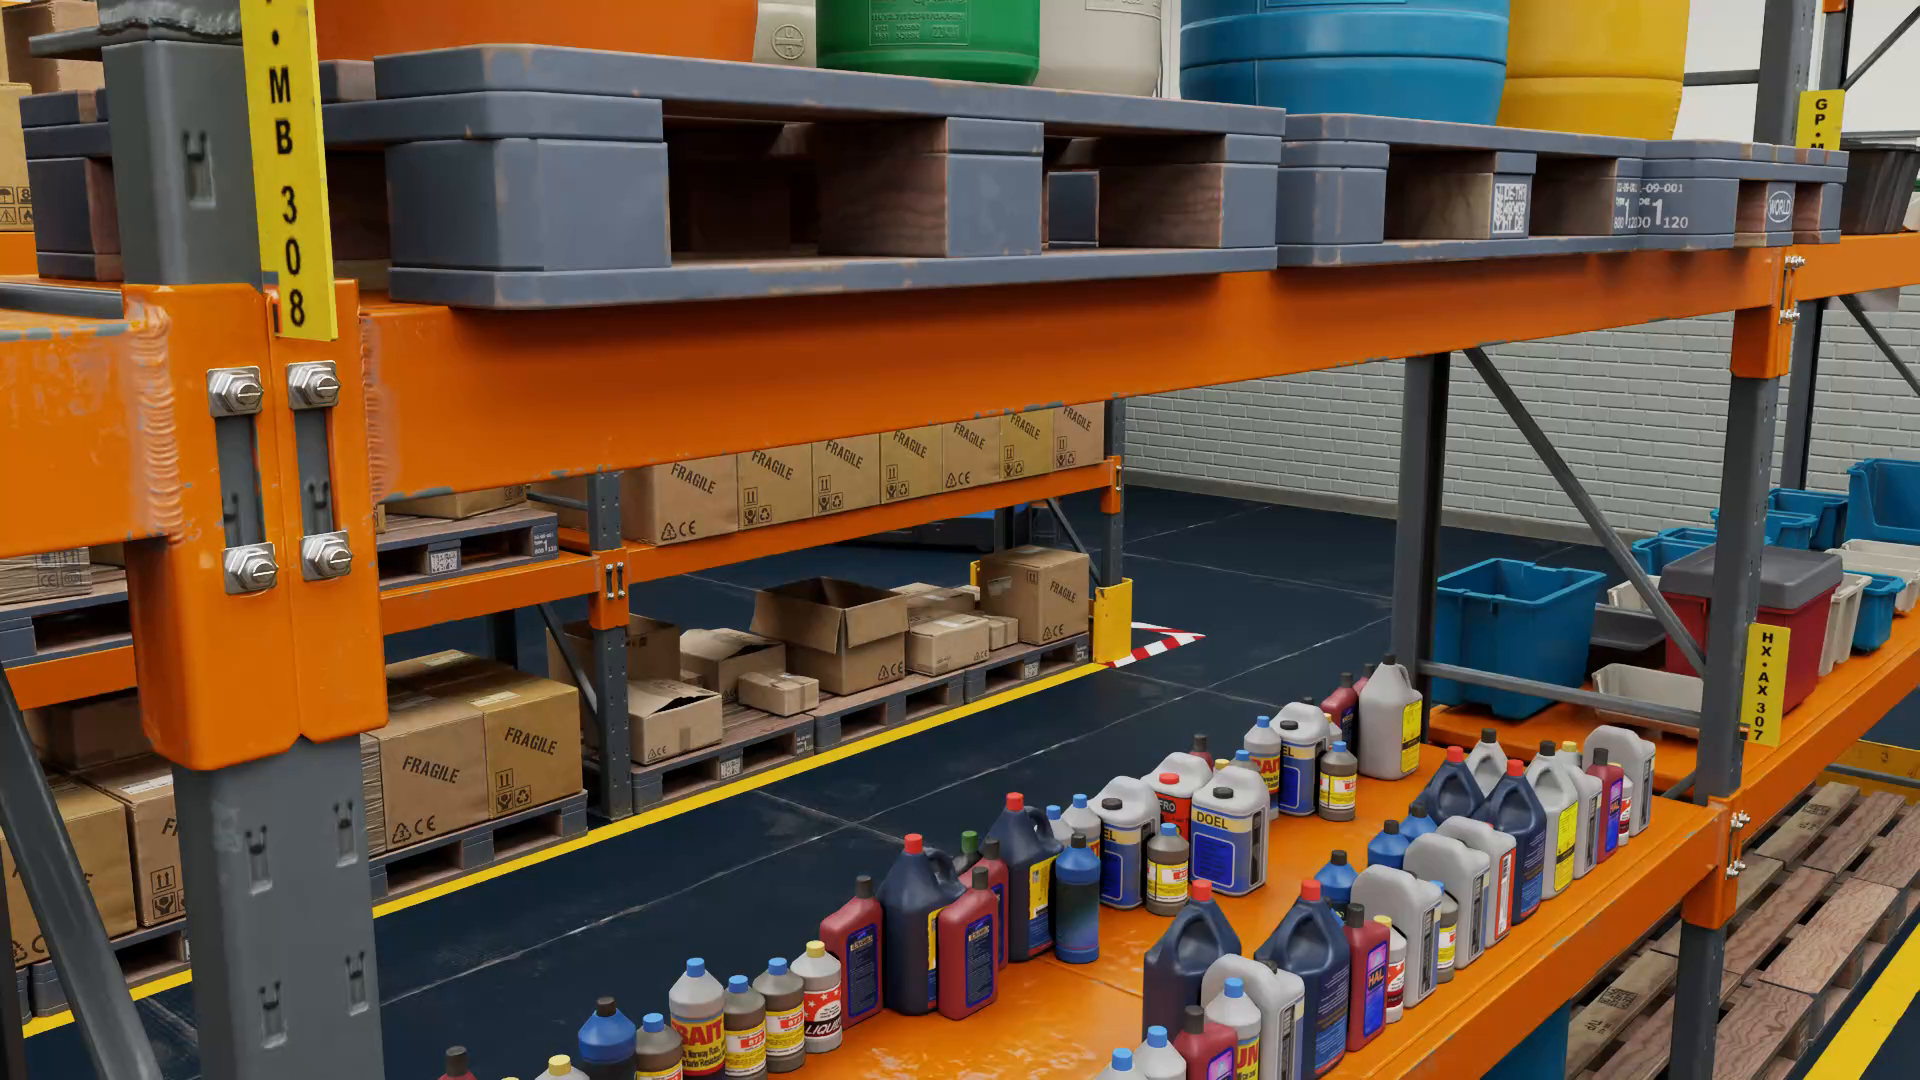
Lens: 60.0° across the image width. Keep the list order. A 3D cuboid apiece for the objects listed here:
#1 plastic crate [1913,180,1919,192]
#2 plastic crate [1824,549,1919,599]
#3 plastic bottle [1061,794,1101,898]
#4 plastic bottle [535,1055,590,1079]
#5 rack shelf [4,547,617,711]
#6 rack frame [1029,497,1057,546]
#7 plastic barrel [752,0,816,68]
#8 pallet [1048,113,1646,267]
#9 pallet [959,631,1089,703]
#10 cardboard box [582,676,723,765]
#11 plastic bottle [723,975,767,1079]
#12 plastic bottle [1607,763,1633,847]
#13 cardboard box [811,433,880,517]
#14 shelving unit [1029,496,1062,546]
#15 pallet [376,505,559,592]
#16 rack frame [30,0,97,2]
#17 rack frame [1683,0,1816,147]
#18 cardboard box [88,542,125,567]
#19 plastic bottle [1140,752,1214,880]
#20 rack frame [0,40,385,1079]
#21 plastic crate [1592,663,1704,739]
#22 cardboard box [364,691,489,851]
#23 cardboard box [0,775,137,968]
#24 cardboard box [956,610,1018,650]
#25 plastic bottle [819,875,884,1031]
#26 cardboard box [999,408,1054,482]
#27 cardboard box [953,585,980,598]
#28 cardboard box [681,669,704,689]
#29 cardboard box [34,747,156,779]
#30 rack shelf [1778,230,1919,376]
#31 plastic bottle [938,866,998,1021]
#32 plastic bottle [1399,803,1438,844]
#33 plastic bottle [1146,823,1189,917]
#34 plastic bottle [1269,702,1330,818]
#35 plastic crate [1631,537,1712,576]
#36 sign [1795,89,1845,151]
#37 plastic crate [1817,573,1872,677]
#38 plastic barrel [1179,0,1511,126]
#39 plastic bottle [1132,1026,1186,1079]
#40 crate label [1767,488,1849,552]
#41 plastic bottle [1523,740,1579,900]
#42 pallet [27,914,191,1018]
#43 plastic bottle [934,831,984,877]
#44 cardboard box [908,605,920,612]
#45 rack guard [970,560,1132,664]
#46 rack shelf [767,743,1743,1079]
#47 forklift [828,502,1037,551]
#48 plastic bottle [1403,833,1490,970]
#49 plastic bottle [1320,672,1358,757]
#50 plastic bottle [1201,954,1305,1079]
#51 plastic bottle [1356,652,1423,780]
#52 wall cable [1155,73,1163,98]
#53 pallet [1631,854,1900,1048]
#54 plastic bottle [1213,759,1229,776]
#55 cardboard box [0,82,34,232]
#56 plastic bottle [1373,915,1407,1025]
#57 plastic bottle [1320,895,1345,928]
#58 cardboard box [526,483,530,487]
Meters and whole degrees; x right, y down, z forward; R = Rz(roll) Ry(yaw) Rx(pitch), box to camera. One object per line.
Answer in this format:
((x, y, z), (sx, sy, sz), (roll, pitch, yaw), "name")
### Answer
((3.929, -1.324, 6.566), (0.450, 0.188, 0.336), (10, 15, 40), "plastic crate")
((3.762, 0.145, 6.849), (0.396, 0.136, 0.243), (10, 15, 40), "plastic crate")
((0.272, 0.715, 3.802), (0.097, 0.271, 0.097), (0, 11, 0), "plastic bottle")
((-0.662, 0.957, 2.766), (0.097, 0.201, 0.097), (0, 11, 0), "plastic bottle")
((-3.313, 0.455, 6.611), (1.077, 0.370, 4.000), (10, 15, 40), "rack shelf")
((0.721, -0.543, 14.369), (0.240, 1.200, 0.006), (3, 12, 14), "rack frame")
((-0.317, -0.748, 2.421), (0.301, 0.262, 0.301), (0, 11, 0), "plastic barrel")
((0.535, -0.634, 3.051), (1.003, 0.211, 1.213), (10, 15, 40), "pallet")
((0.072, 0.716, 10.589), (1.003, 0.211, 1.213), (10, 15, 40), "pallet")
((-1.553, 0.877, 8.403), (0.500, 0.311, 0.500), (10, 15, 40), "cardboard box")
((-0.405, 0.900, 3.053), (0.097, 0.201, 0.097), (0, 11, 0), "plastic bottle")
((1.652, 0.667, 4.221), (0.097, 0.201, 0.097), (0, 11, 0), "plastic bottle")
((-0.784, -0.430, 8.949), (0.500, 0.500, 0.500), (10, 15, 40), "cardboard box")
((0.743, -0.561, 14.456), (0.258, 1.200, 0.189), (3, 12, 14), "shelving unit")
((-2.602, 0.006, 7.514), (1.003, 0.211, 1.213), (10, 15, 40), "pallet")
((-5.716, -3.774, 10.630), (1.000, 3.000, 0.127), (10, 15, 40), "rack frame")
((1.726, -2.493, 4.217), (1.000, 3.000, 0.127), (10, 15, 40), "rack frame")
((-3.113, -0.179, 6.621), (0.700, 0.500, 0.500), (6, 13, 26), "cardboard box")
((0.523, 0.665, 4.040), (0.152, 0.276, 0.135), (10, 15, 40), "plastic bottle")
((-0.915, 1.038, 1.858), (1.000, 3.000, 0.127), (10, 15, 40), "rack frame")
((2.140, 0.499, 5.074), (0.396, 0.136, 0.243), (10, 15, 40), "plastic crate")
((-2.436, 0.999, 7.307), (0.500, 0.500, 0.500), (10, 15, 41), "cardboard box")
((-3.442, 1.226, 6.174), (0.500, 0.500, 0.500), (10, 15, 40), "cardboard box")
((0.139, 0.553, 10.394), (0.380, 0.166, 0.250), (10, 15, 40), "cardboard box")
((-0.214, 0.812, 3.285), (0.061, 0.283, 0.133), (10, 15, 40), "plastic bottle")
((0.217, -0.652, 10.060), (0.500, 0.500, 0.500), (10, 15, 41), "cardboard box")
((0.113, 0.419, 11.110), (0.380, 0.149, 0.250), (10, 15, 40), "cardboard box")
((-1.627, 0.807, 9.168), (0.380, 0.149, 0.250), (10, 15, 40), "cardboard box")
((-3.508, 1.085, 6.881), (0.500, 0.500, 0.500), (9, 14, 38), "cardboard box")
((3.046, -0.963, 6.054), (1.077, 0.370, 4.000), (10, 15, 40), "rack shelf")
((0.017, 0.803, 3.328), (0.061, 0.283, 0.133), (10, 15, 40), "plastic bottle")
((1.028, 0.727, 3.744), (0.097, 0.271, 0.097), (0, 11, 0), "plastic bottle")
((0.476, 0.749, 3.809), (0.097, 0.201, 0.097), (0, 11, 0), "plastic bottle")
((0.892, 0.583, 4.452), (0.152, 0.276, 0.135), (10, 15, 40), "plastic bottle")
((2.889, 0.145, 6.601), (0.416, 0.233, 0.300), (10, 15, 40), "plastic crate")
((2.138, -0.955, 4.152), (0.100, 0.325, 0.005), (10, 15, 40), "sign")
((2.872, 0.277, 5.815), (0.437, 0.282, 0.530), (10, 15, 40), "plastic crate")
((0.714, -1.203, 3.064), (0.600, 0.901, 0.708), (10, 15, 40), "plastic barrel")
((0.321, 0.929, 2.728), (0.097, 0.271, 0.097), (0, 11, 0), "plastic bottle")
((3.956, -0.093, 7.792), (0.416, 0.233, 0.303), (10, 15, 40), "crate label")
((1.365, 0.651, 3.920), (0.144, 0.351, 0.185), (10, 15, 40), "plastic bottle")
((-3.306, 1.481, 6.760), (1.003, 0.211, 1.213), (10, 15, 40), "pallet")
((-0.004, 0.765, 3.520), (0.061, 0.283, 0.133), (10, 15, 40), "plastic bottle")
((-0.584, 0.543, 10.233), (0.500, 0.250, 0.500), (10, 15, 40), "cardboard box")
((0.598, 0.457, 11.149), (1.175, 0.500, 0.348), (10, 15, 40), "rack guard")
((0.405, 1.096, 3.401), (1.077, 0.370, 4.000), (10, 15, 40), "rack shelf")
((-0.881, -1.478, 14.629), (3.031, 2.935, 1.130), (3, 12, 15), "forklift")
((1.045, 0.757, 3.577), (0.152, 0.276, 0.135), (10, 15, 40), "plastic bottle")
((1.075, 0.525, 4.723), (0.061, 0.283, 0.133), (10, 15, 40), "plastic bottle")
((0.529, 0.873, 3.001), (0.152, 0.276, 0.135), (10, 15, 40), "plastic bottle")
((1.223, 0.489, 4.730), (0.144, 0.351, 0.185), (10, 15, 40), "plastic bottle")
((0.926, -3.625, 17.815), (3.097, 2.526, 0.112), (10, 15, 40), "wall cable")
((2.987, 1.523, 6.547), (1.003, 0.211, 1.213), (10, 15, 40), "pallet")
((0.667, 0.661, 4.249), (0.097, 0.201, 0.097), (0, 11, 0), "plastic bottle")
((-3.691, -1.343, 5.865), (0.910, 0.500, 0.500), (10, 15, 40), "cardboard box")
((0.836, 0.849, 3.310), (0.097, 0.201, 0.097), (0, 11, 0), "plastic bottle")
((0.703, 0.826, 3.245), (0.097, 0.271, 0.097), (0, 11, 0), "plastic bottle")
((-3.579, -0.522, 13.322), (0.380, 0.149, 0.250), (10, 15, 42), "cardboard box")
